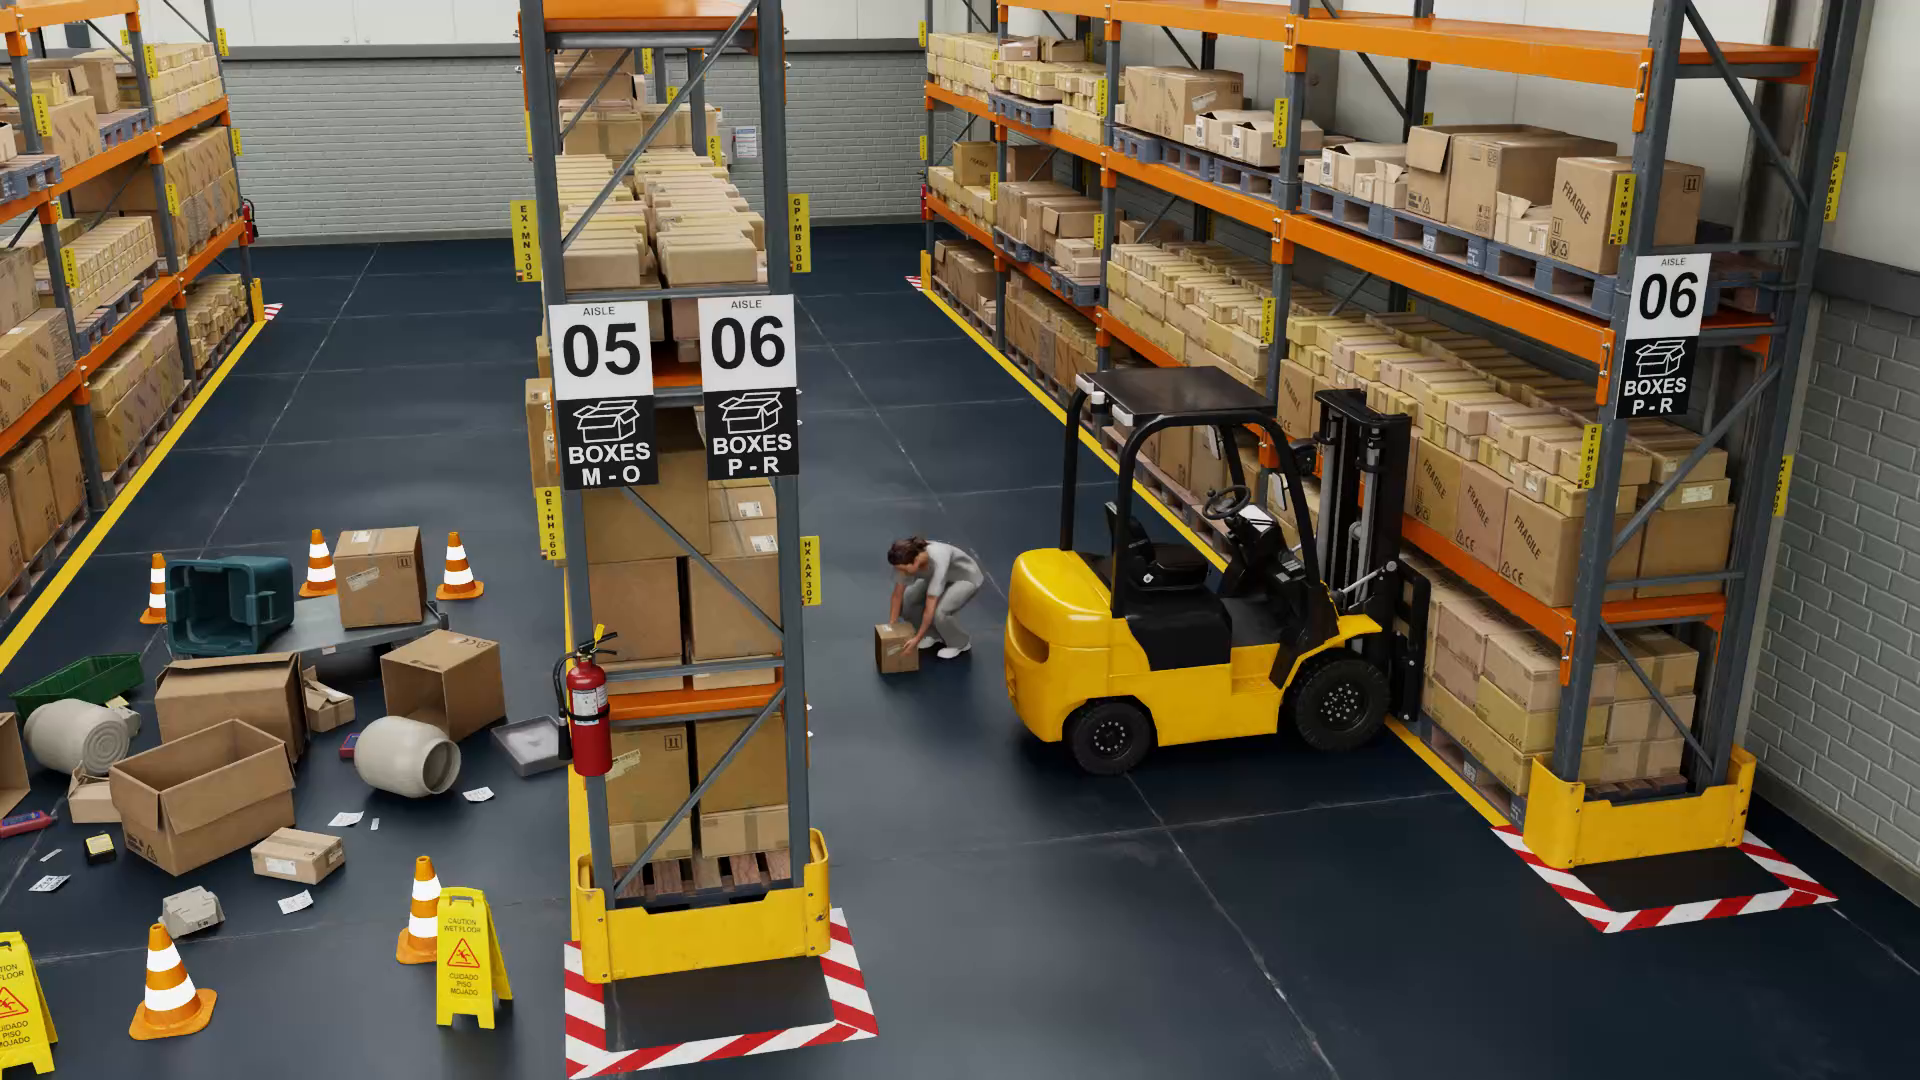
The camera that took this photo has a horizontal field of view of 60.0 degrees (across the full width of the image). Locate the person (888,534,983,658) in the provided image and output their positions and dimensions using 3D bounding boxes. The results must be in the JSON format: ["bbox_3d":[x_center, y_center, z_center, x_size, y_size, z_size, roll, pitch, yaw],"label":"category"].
[{"bbox_3d":[-0.186,0.350,11.231,0.795,0.913,0.481,-17,26,-40],"label":"person"}]
